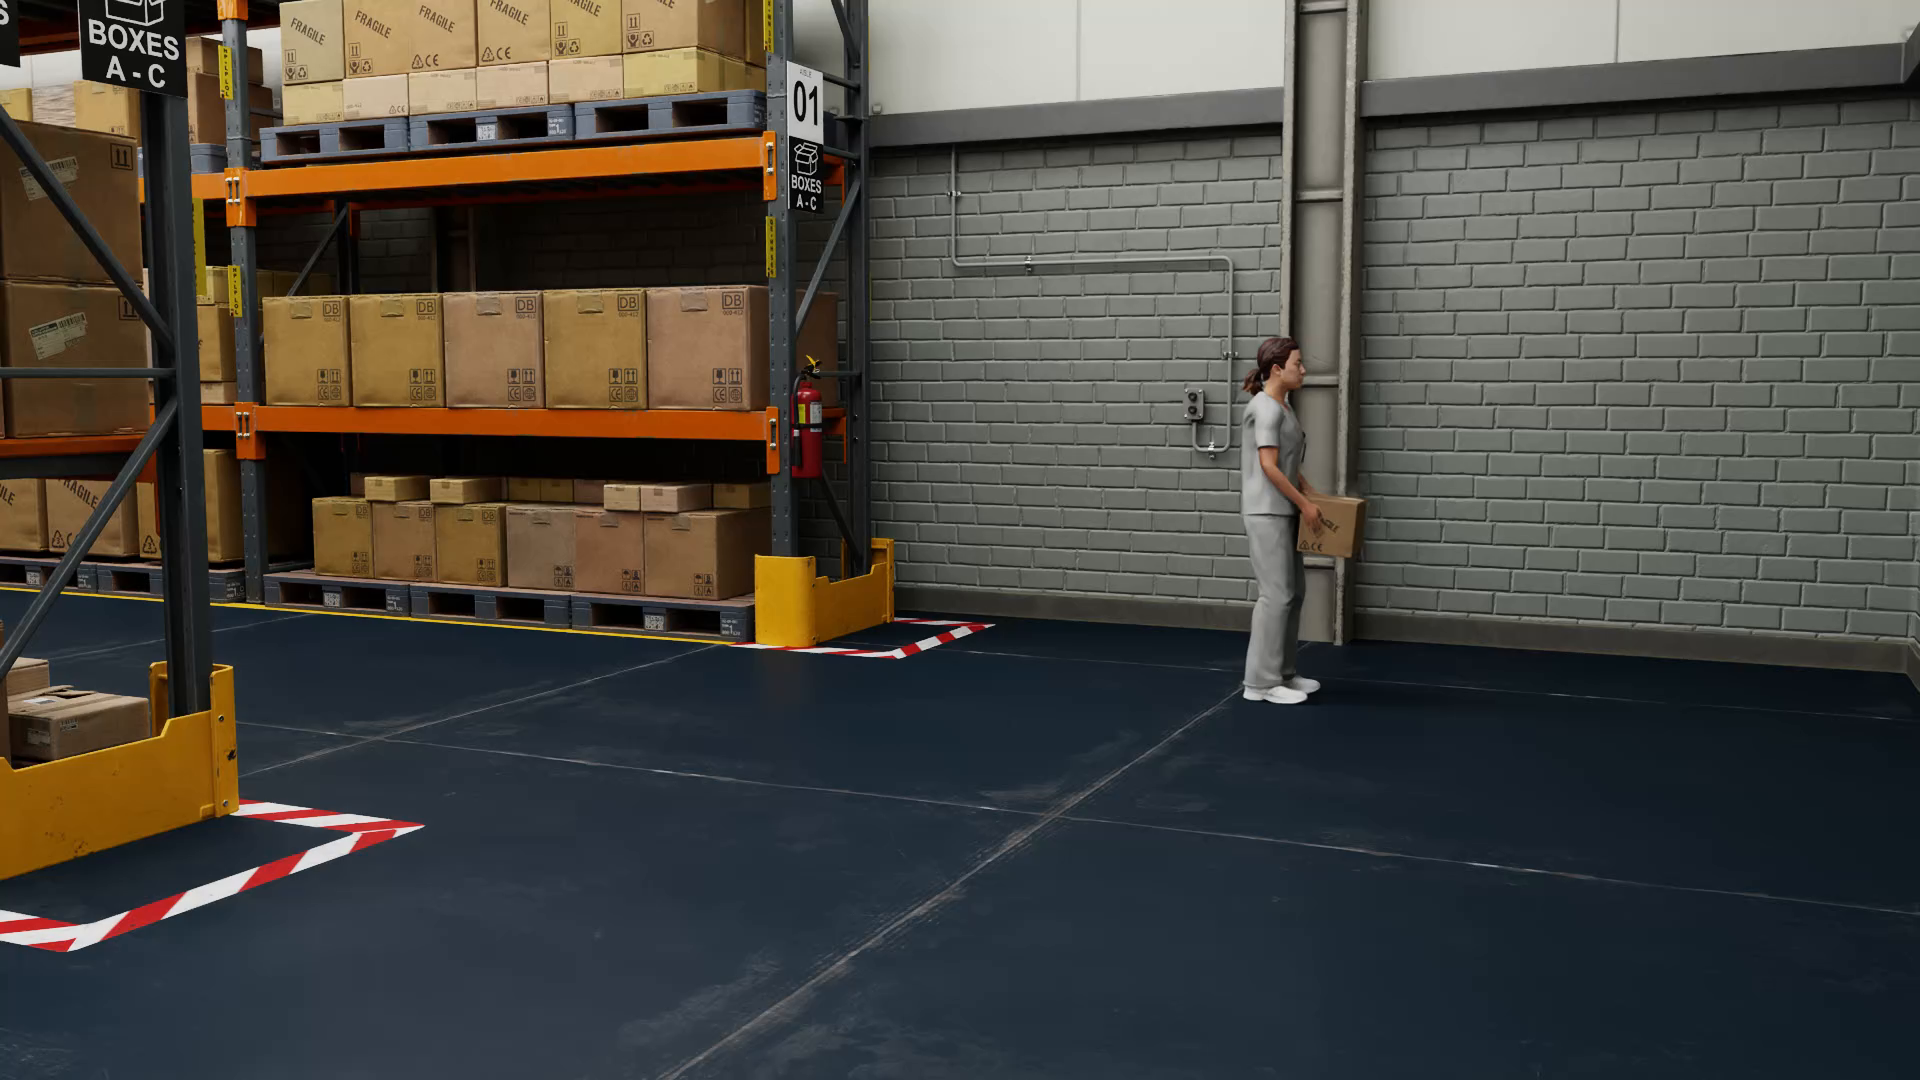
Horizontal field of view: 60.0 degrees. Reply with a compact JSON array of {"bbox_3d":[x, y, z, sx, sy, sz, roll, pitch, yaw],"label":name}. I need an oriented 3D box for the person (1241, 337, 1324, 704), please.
[{"bbox_3d":[1.508,-0.100,7.734,0.429,1.676,0.466,2,6,23],"label":"person"}]
